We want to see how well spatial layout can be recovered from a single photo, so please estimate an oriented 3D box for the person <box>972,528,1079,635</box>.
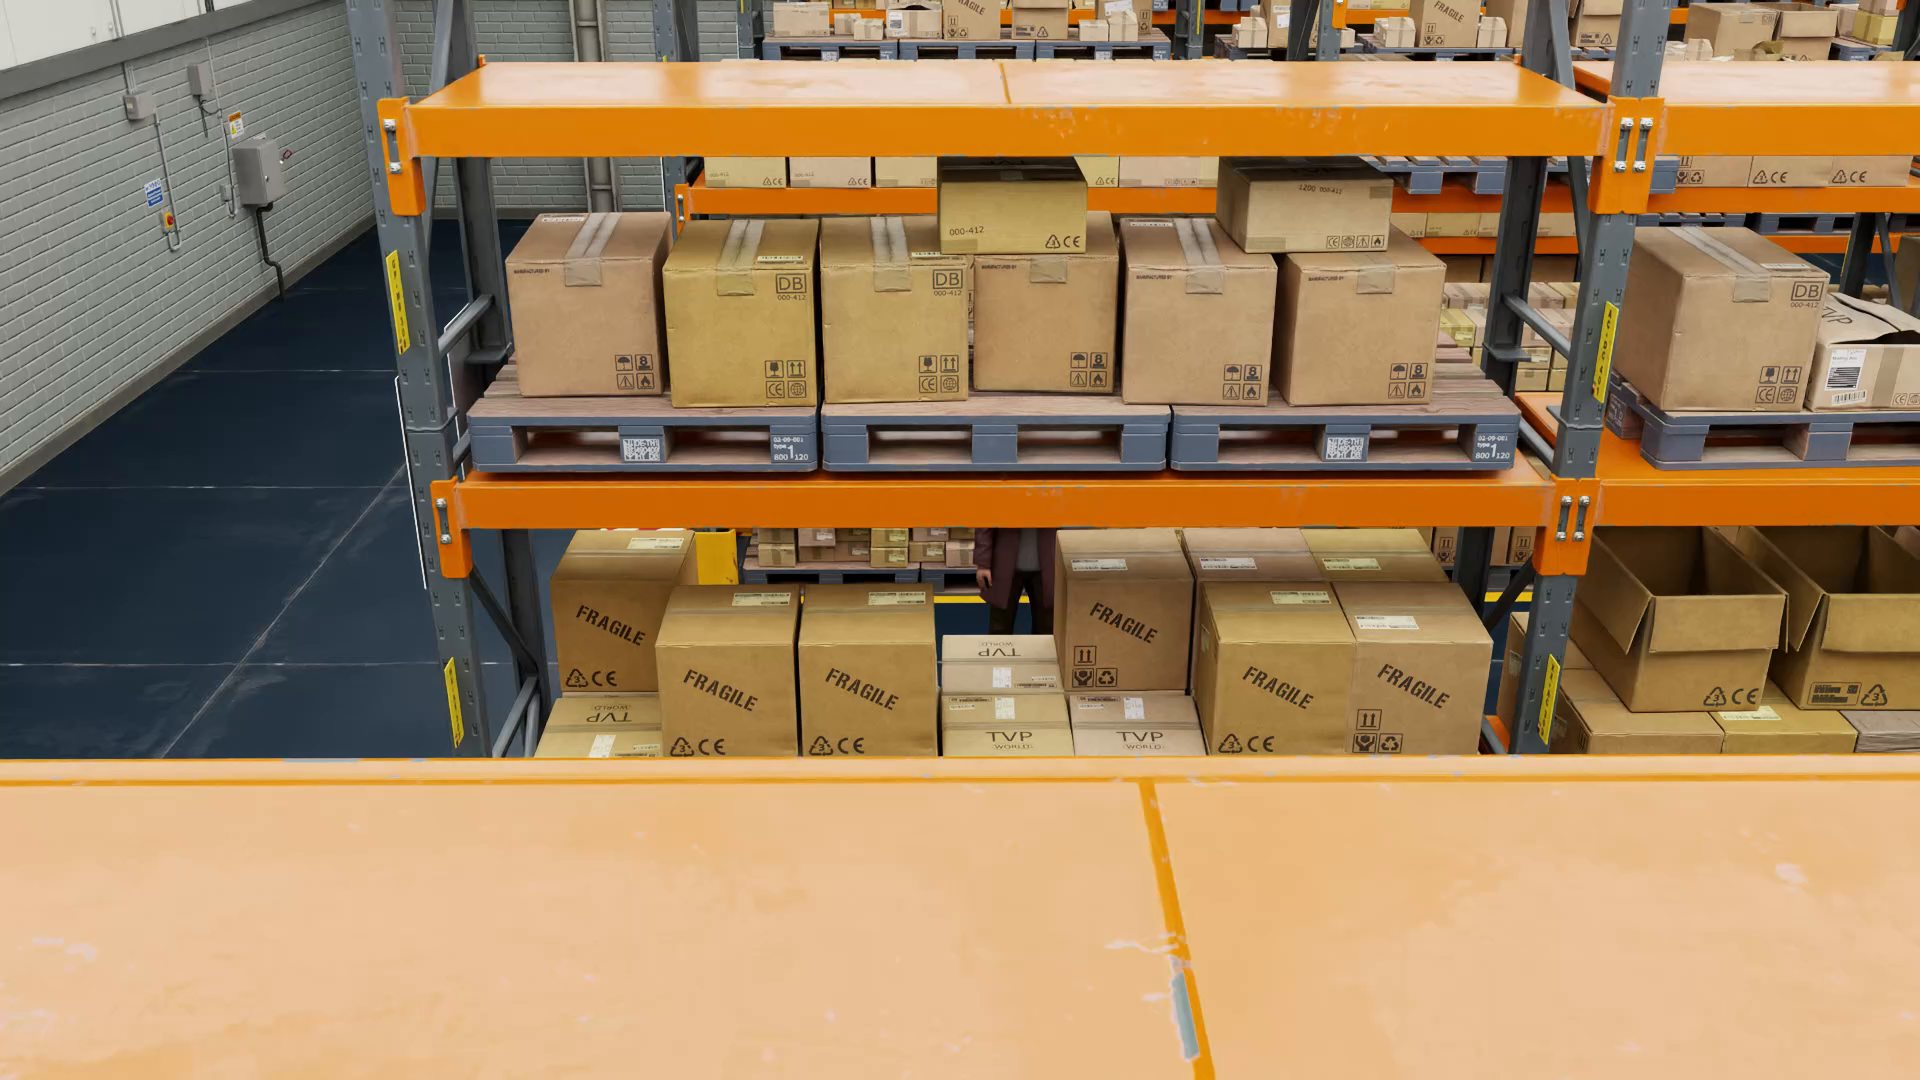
[{"bbox_3d":[0.392,0.205,9.800,0.642,1.657,0.428,-1,24,-3],"label":"person"}]
